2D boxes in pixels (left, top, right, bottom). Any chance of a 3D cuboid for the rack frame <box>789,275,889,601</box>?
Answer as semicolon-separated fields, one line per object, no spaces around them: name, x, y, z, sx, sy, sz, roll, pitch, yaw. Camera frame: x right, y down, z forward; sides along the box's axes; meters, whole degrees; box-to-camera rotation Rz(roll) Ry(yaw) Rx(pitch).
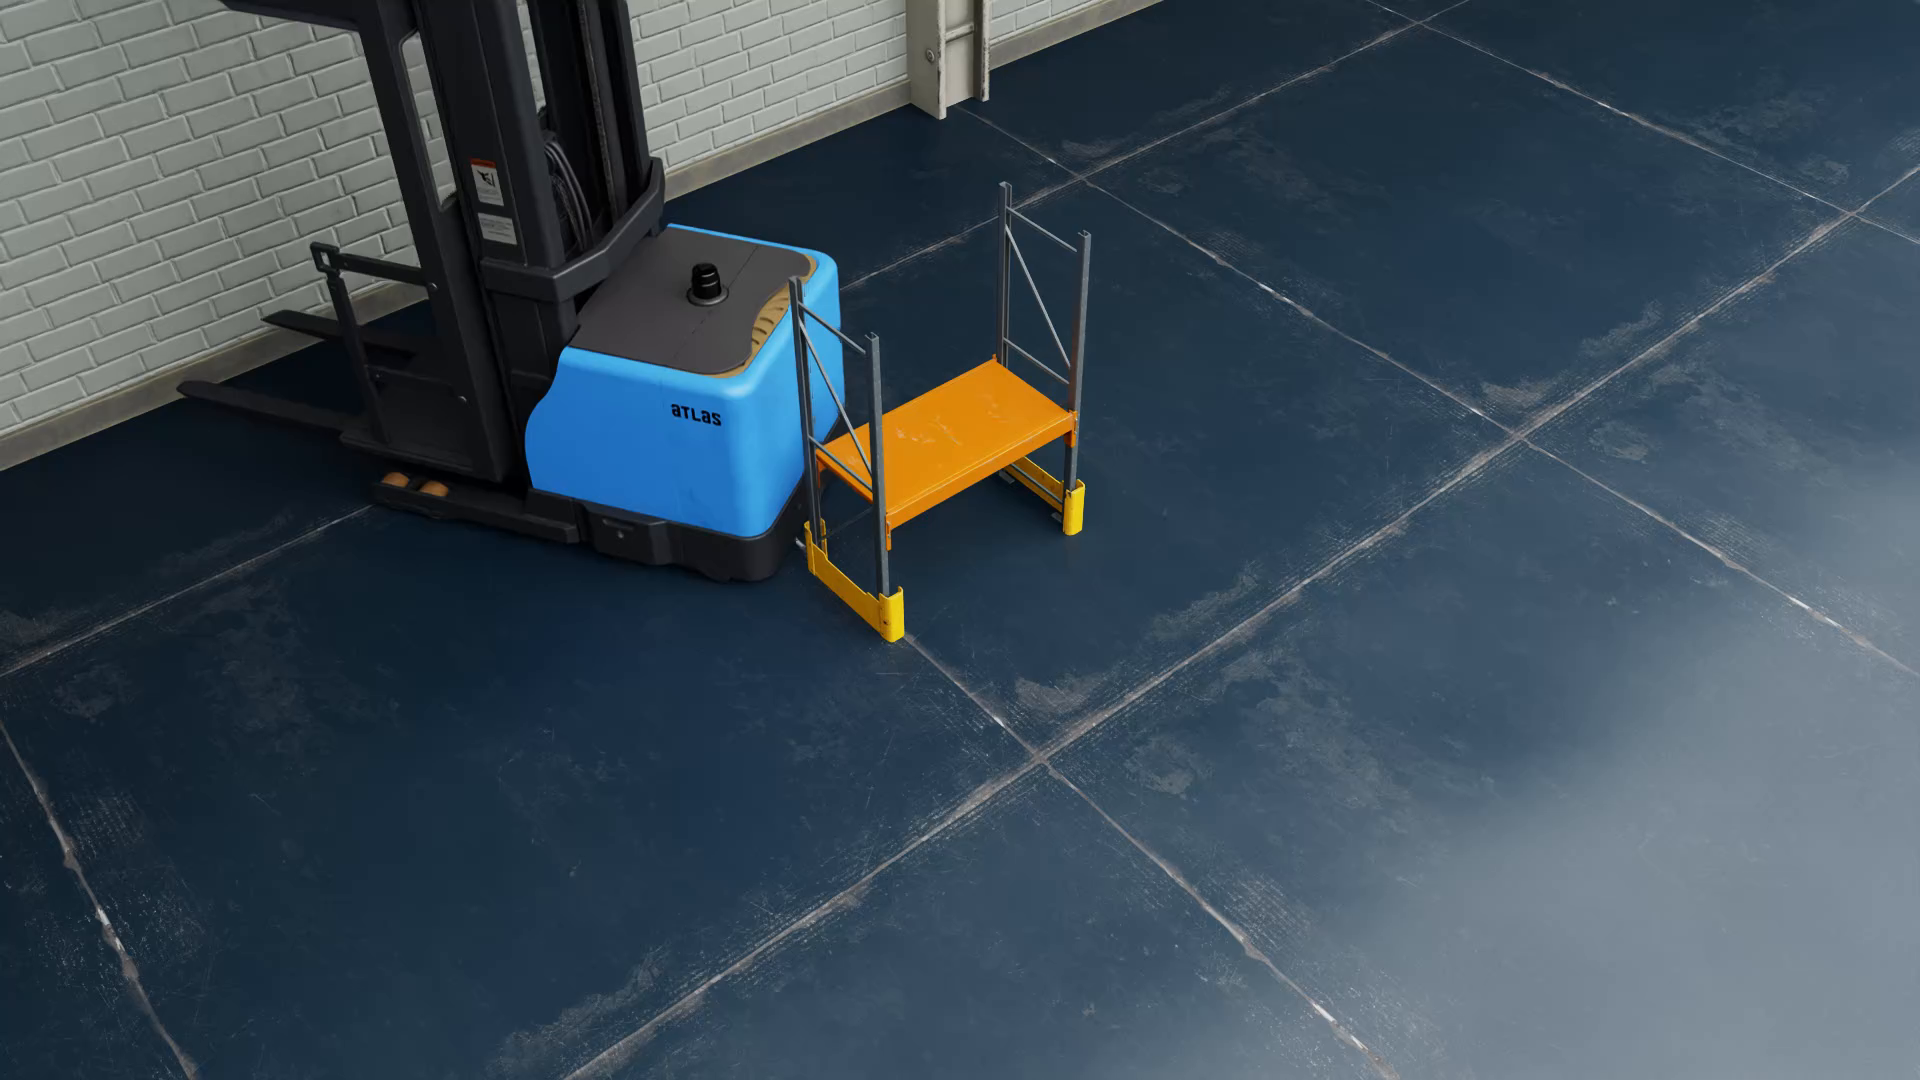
rack frame;-0.455;-0.286;6.459;0.032;1.500;0.500;-30;51;-28

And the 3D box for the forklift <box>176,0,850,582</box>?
forklift;-2.074;-1.491;6.697;3.031;2.935;1.130;13;45;13

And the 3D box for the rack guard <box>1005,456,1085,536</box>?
rack guard;0.324;-0.276;7.362;0.087;0.250;0.587;-30;51;-28

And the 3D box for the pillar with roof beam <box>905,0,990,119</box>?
pillar with roof beam;2.692;-3.695;4.611;0.400;9.000;9.100;-30;51;-28

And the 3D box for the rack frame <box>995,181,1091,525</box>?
rack frame;0.324;-0.733;6.934;0.032;1.500;0.500;-30;51;-28

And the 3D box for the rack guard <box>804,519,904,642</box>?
rack guard;-0.440;0.161;6.896;0.087;0.250;0.587;-30;51;-28

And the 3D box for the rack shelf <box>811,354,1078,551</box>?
rack shelf;-0.065;-0.378;6.820;1.000;0.185;0.538;-30;51;-28

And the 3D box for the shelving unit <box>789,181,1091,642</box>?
shelving unit;-0.058;-0.513;6.701;1.083;1.500;0.587;-30;51;-28
